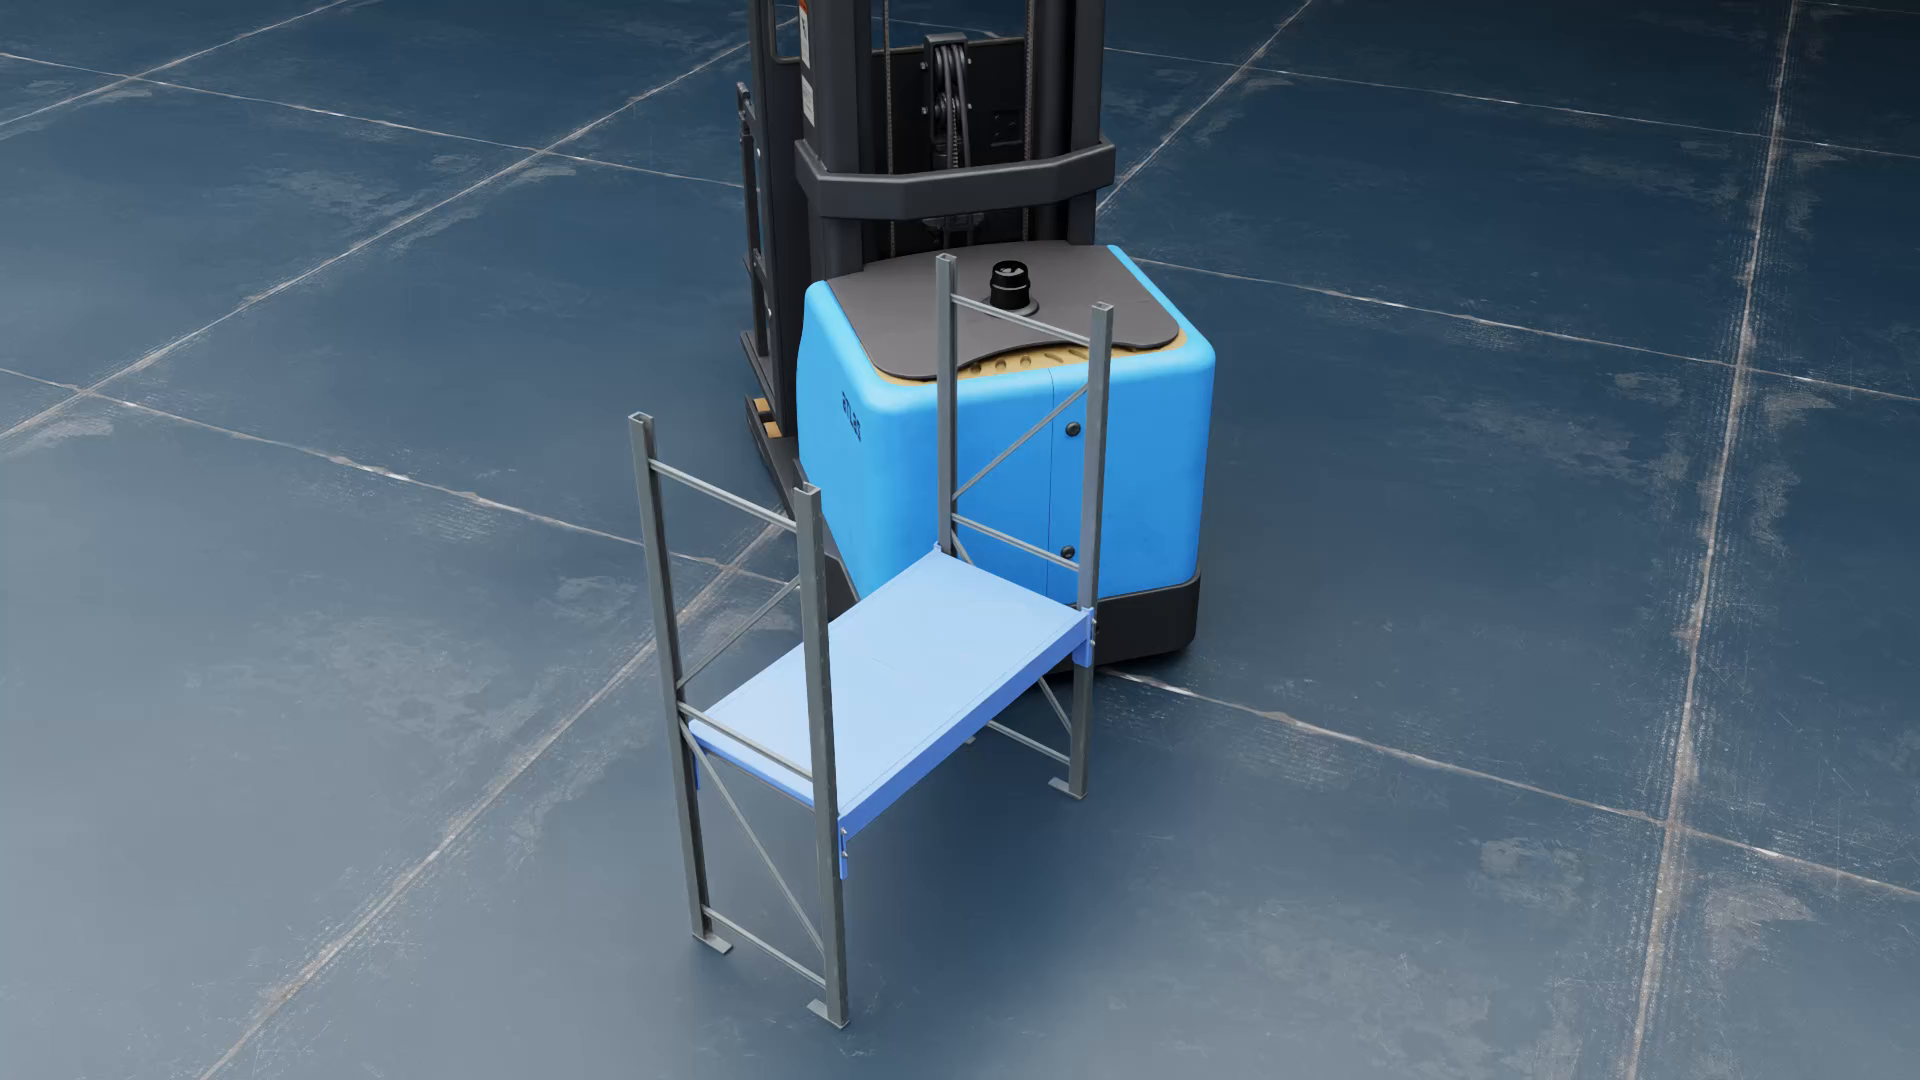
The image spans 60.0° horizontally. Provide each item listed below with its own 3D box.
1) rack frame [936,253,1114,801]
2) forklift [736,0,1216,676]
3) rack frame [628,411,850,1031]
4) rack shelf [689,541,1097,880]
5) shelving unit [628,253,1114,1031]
[{"bbox_3d":[0.148,0.011,4.366,0.500,1.500,0.032,23,40,31],"label":"rack frame"},{"bbox_3d":[-0.180,-1.554,5.447,1.130,2.935,3.031,-9,34,-14],"label":"forklift"},{"bbox_3d":[-0.472,0.453,3.692,0.500,1.500,0.032,23,40,31],"label":"rack frame"},{"bbox_3d":[-0.162,0.382,4.128,0.538,0.185,1.000,23,40,31],"label":"rack shelf"},{"bbox_3d":[-0.162,0.232,4.029,0.538,1.500,1.048,23,40,31],"label":"shelving unit"}]
